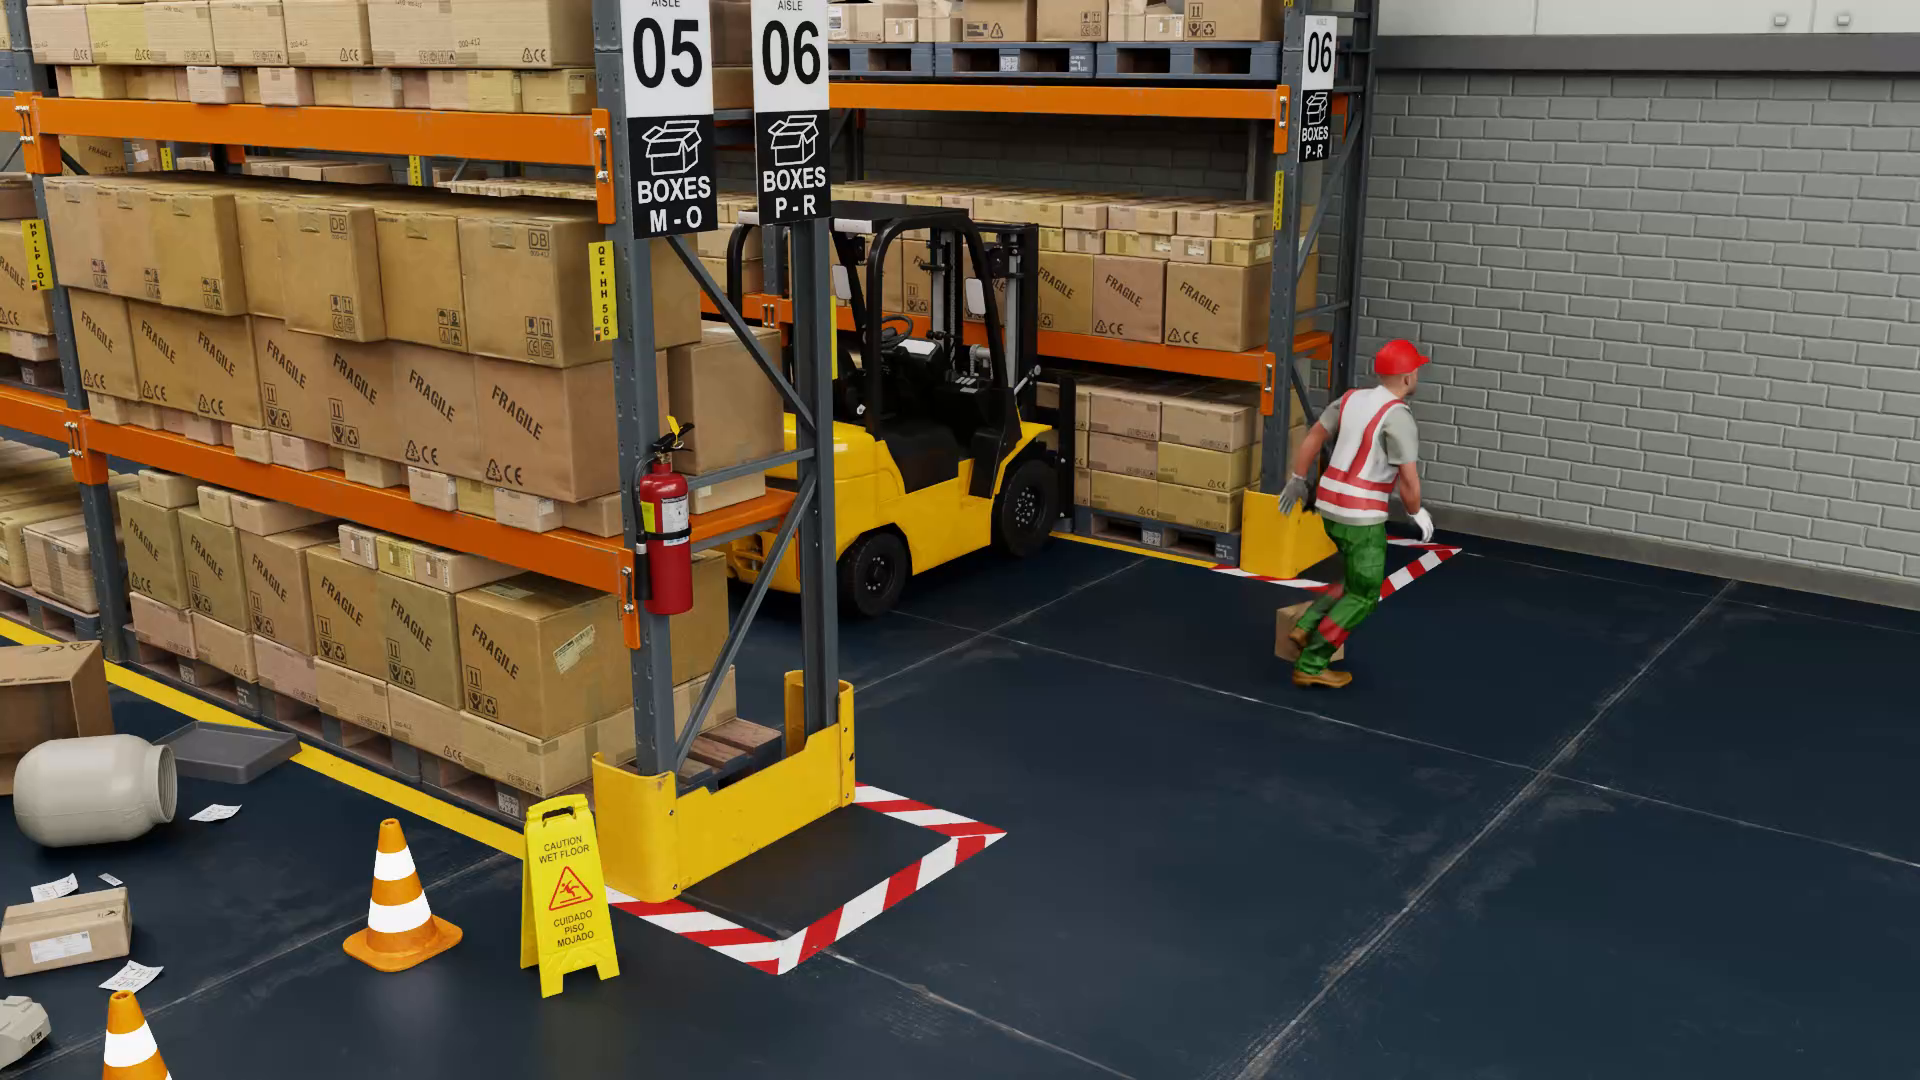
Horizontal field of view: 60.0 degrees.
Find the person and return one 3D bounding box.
[{"bbox_3d":[1.939,-0.138,8.129,0.647,1.690,0.700,-4,17,-12],"label":"person"}]
